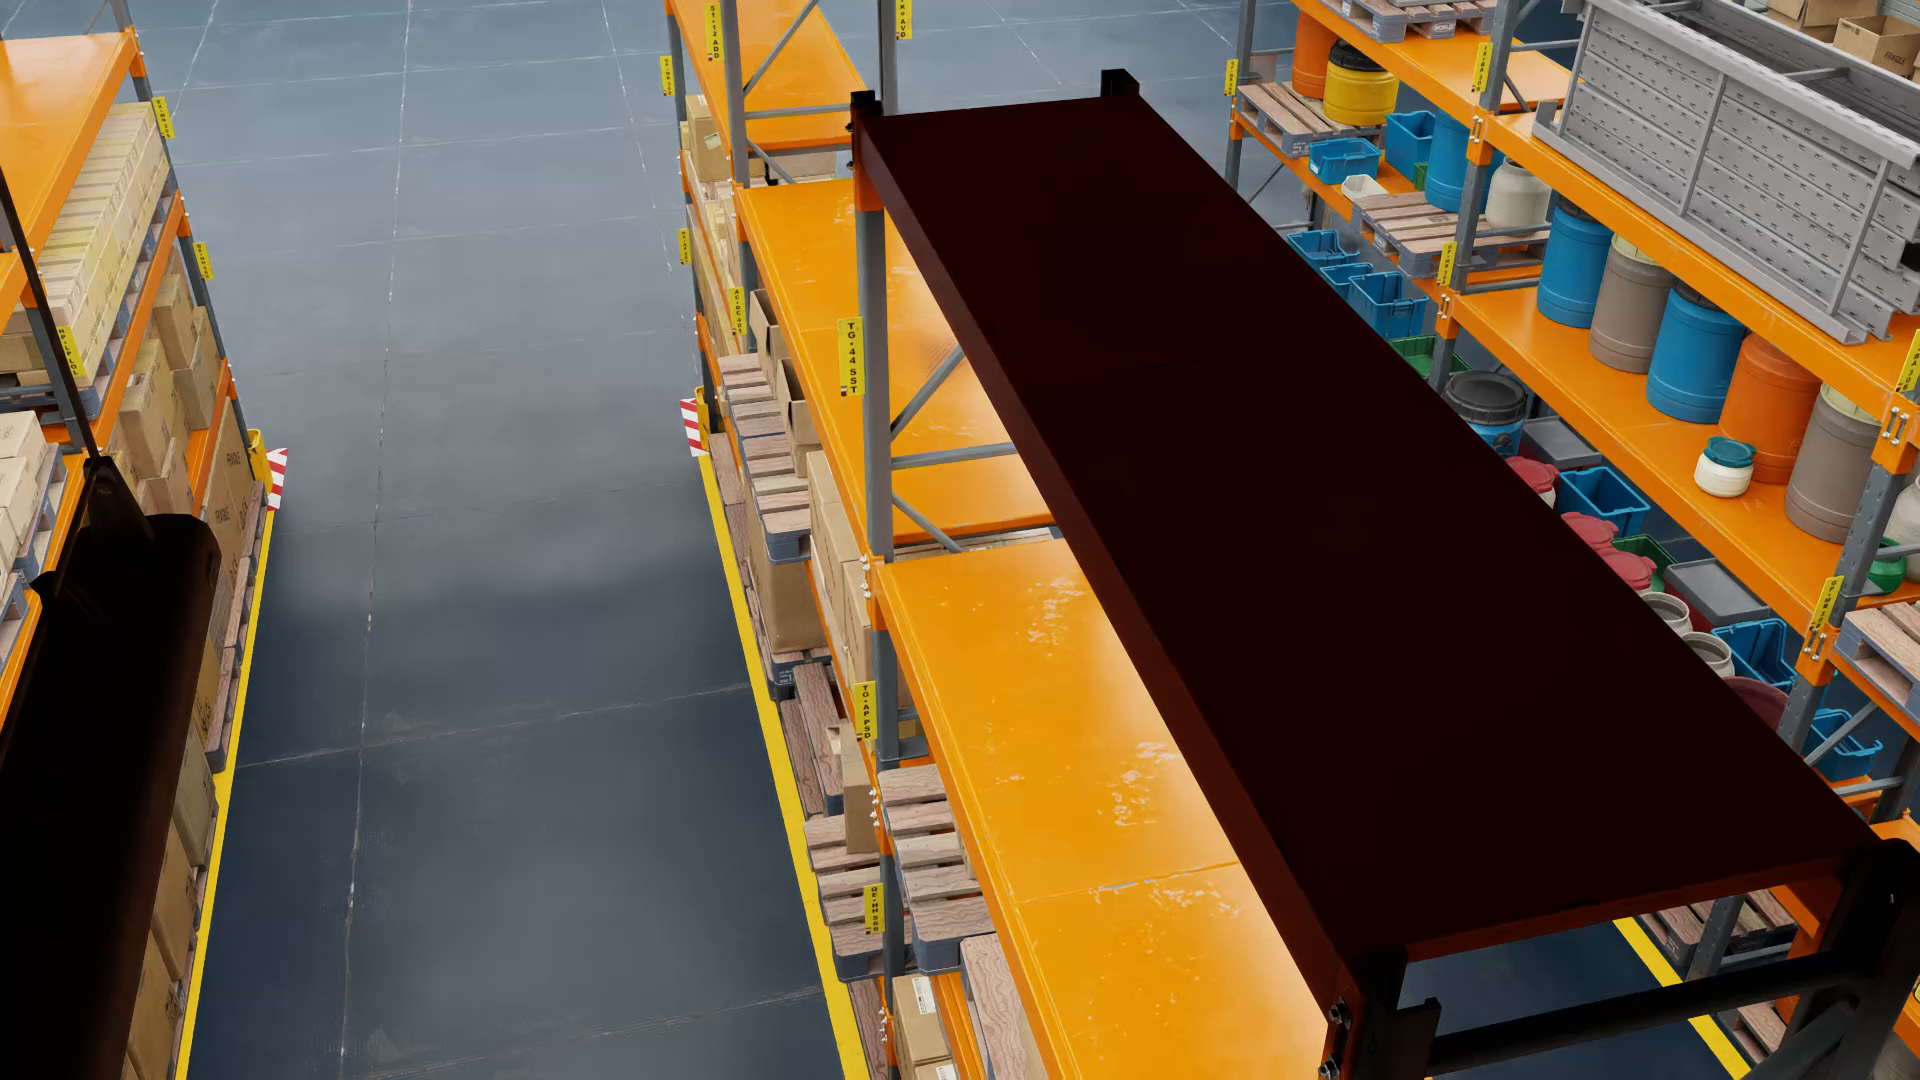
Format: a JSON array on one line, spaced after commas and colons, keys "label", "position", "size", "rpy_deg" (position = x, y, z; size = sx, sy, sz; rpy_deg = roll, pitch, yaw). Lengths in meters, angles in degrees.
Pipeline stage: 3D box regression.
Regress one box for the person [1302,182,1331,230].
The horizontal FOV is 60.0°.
[{"label": "person", "position": [4.114, -4.162, 18.735], "size": [0.397, 1.793, 0.590], "rpy_deg": [-2, 34, -2]}]
